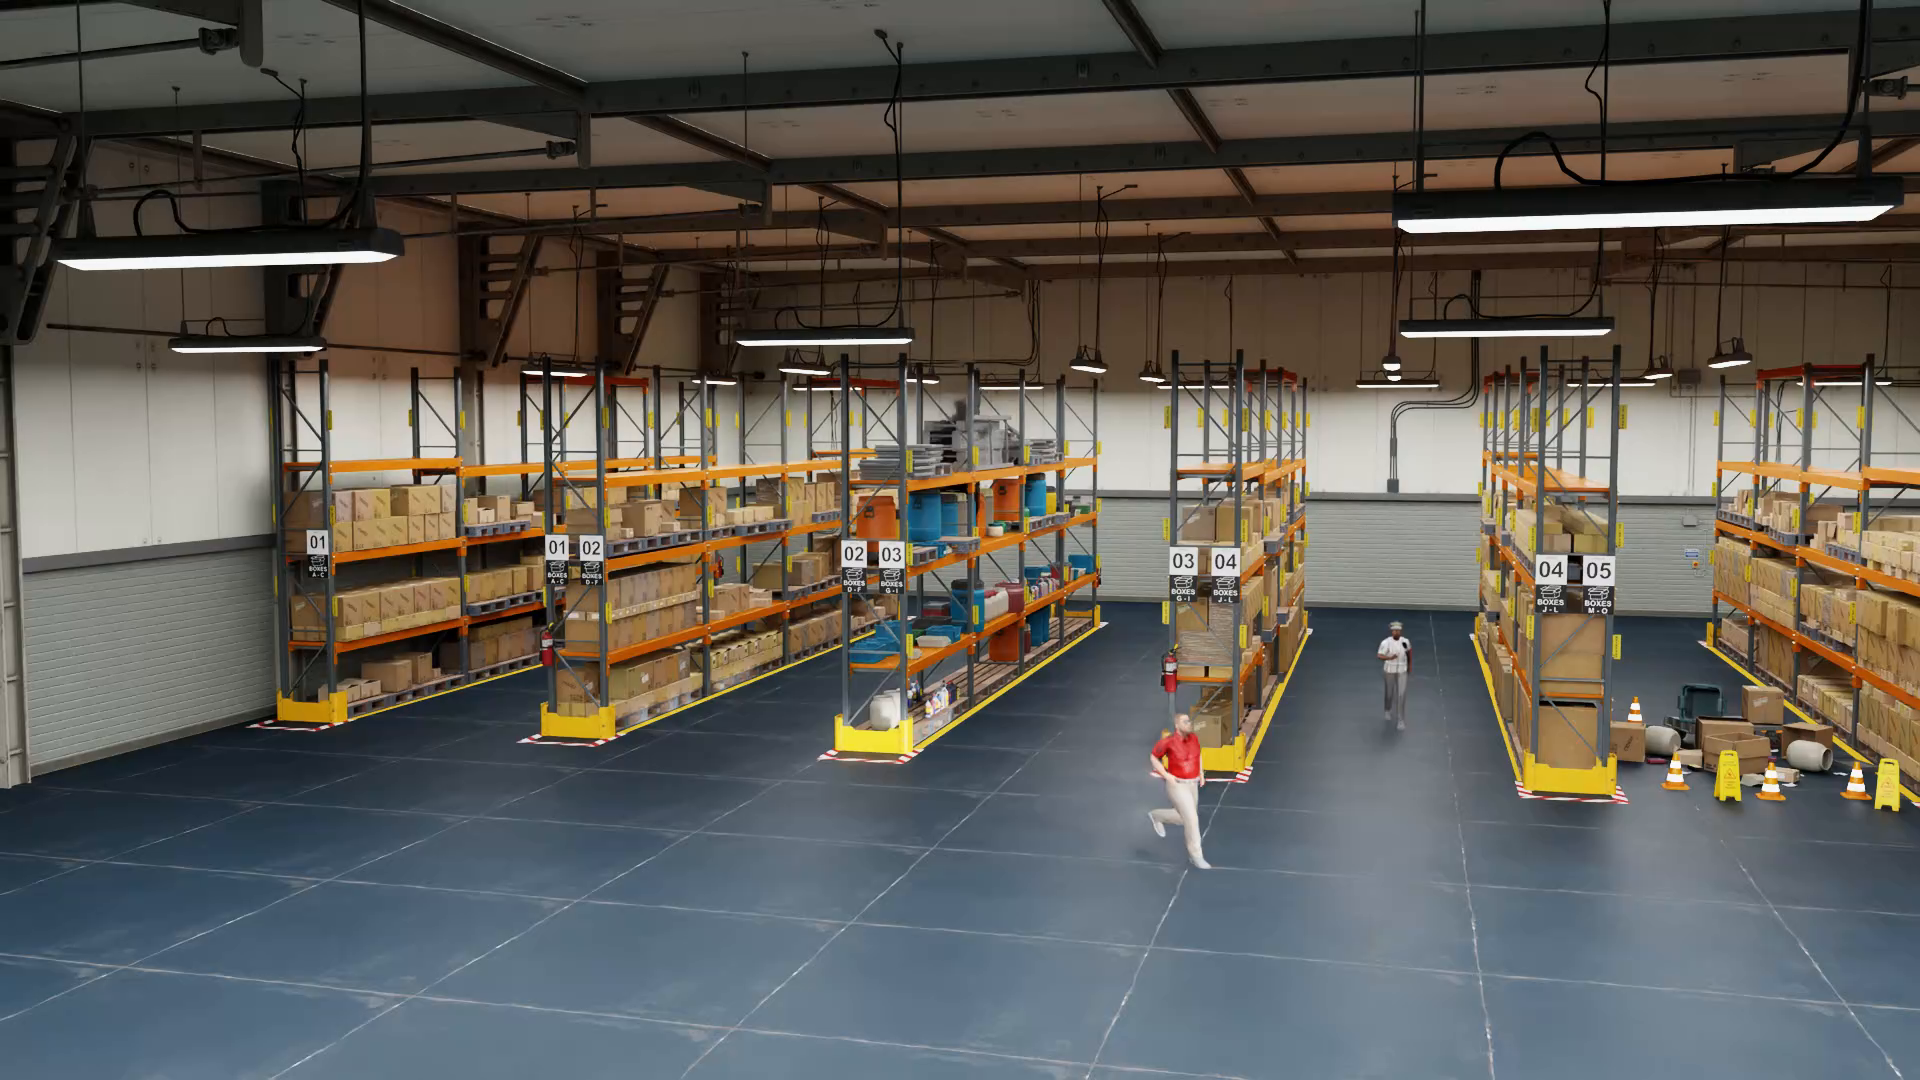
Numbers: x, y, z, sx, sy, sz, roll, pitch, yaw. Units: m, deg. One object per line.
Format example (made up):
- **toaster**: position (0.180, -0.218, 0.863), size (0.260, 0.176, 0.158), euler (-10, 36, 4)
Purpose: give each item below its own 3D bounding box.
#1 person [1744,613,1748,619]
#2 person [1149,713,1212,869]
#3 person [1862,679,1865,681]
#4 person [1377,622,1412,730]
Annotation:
- **person**: position (17.946, 1.455, 37.655), size (0.643, 1.659, 0.919), euler (-3, 5, -38)
- **person**: position (2.510, 2.828, 18.925), size (0.644, 1.731, 0.993), euler (-4, 6, -43)
- **person**: position (17.257, 1.821, 31.823), size (0.654, 1.781, 0.698), euler (1, 4, 9)
- **person**: position (7.116, 2.182, 27.213), size (0.595, 1.724, 0.870), euler (0, 4, 6)
